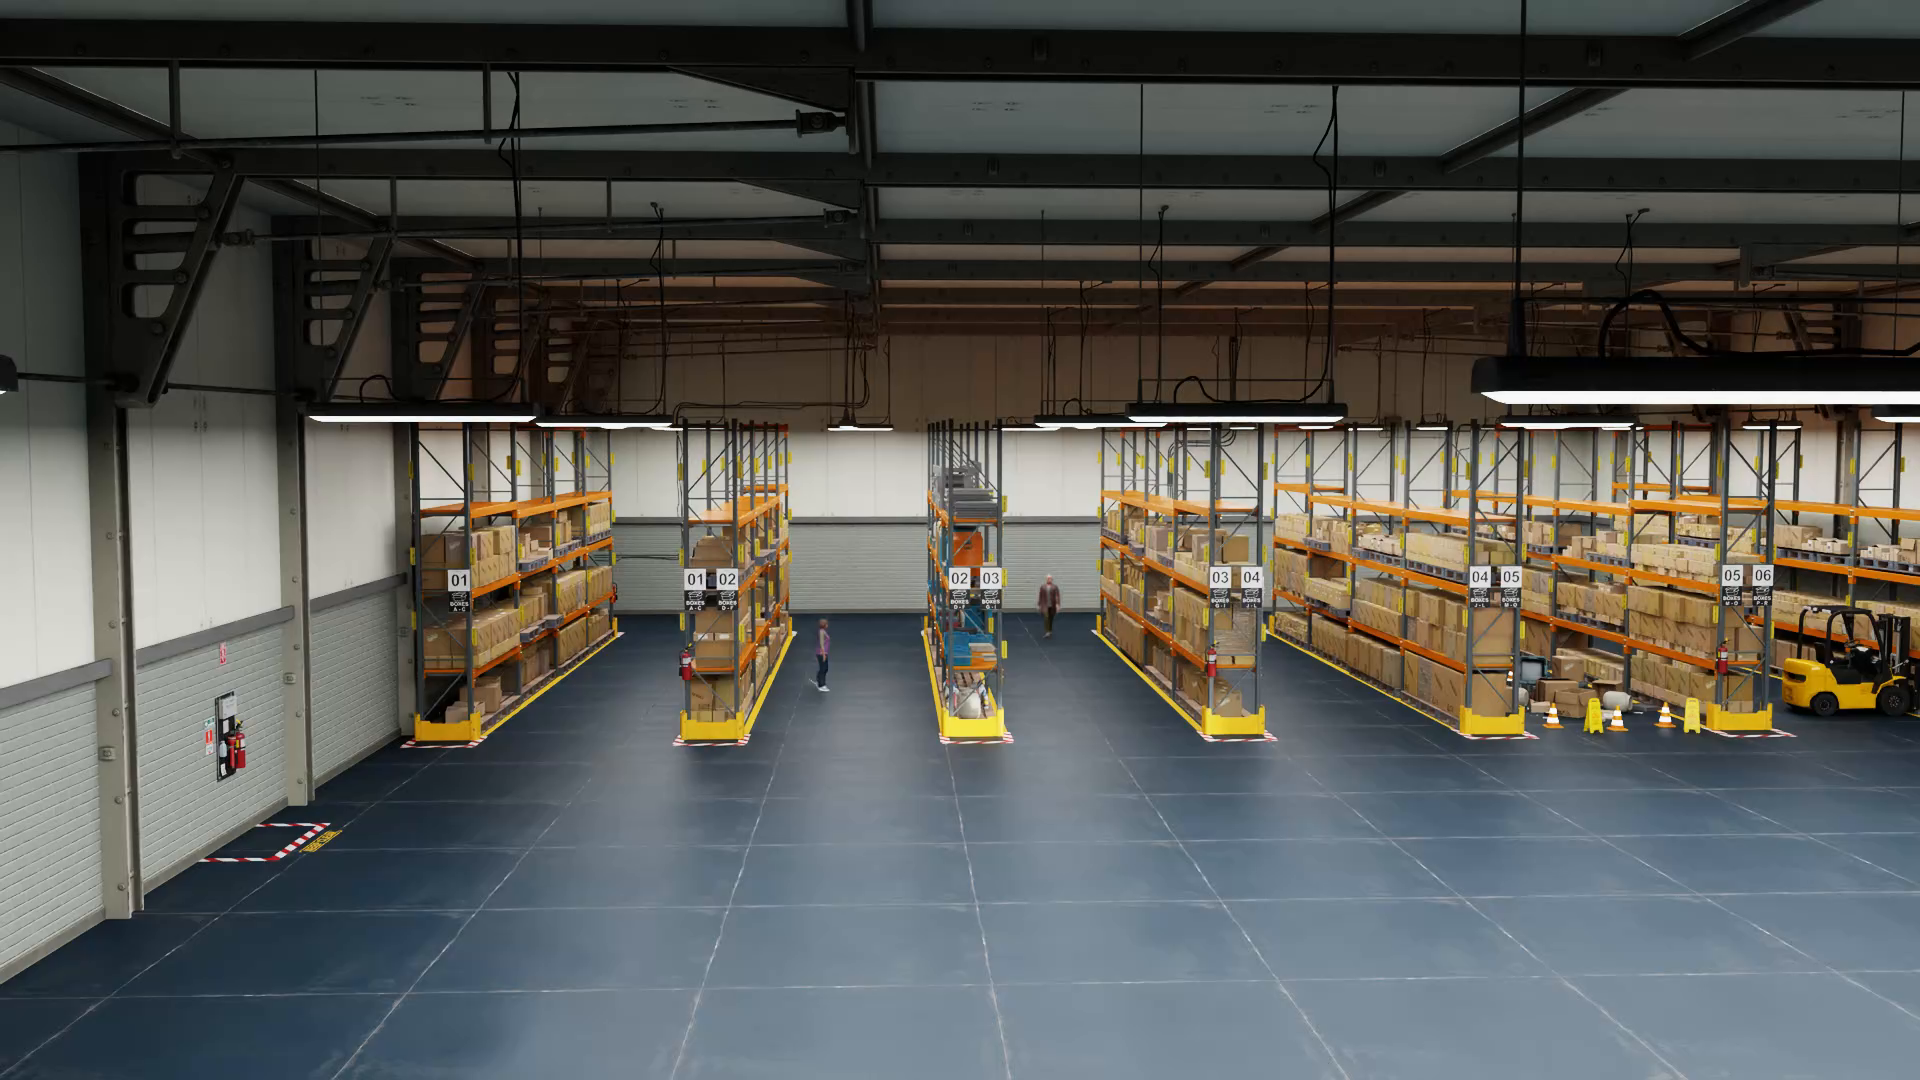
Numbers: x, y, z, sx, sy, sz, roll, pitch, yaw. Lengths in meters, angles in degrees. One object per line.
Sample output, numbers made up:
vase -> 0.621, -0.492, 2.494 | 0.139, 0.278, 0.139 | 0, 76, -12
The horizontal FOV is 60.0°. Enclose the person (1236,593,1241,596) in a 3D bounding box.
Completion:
person -> 8.244, 1.736, 48.476 | 0.851, 1.743, 0.577 | -2, 4, -34

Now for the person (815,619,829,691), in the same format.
person -> -3.065, 2.583, 37.085 | 0.332, 1.660, 0.499 | 0, 4, 0

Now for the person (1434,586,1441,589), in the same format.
person -> 14.349, 1.696, 49.289 | 0.604, 1.788, 0.447 | 1, 4, 10

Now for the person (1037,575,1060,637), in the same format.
person -> 2.512, 1.851, 46.798 | 0.603, 1.721, 1.117 | 0, 4, -7
